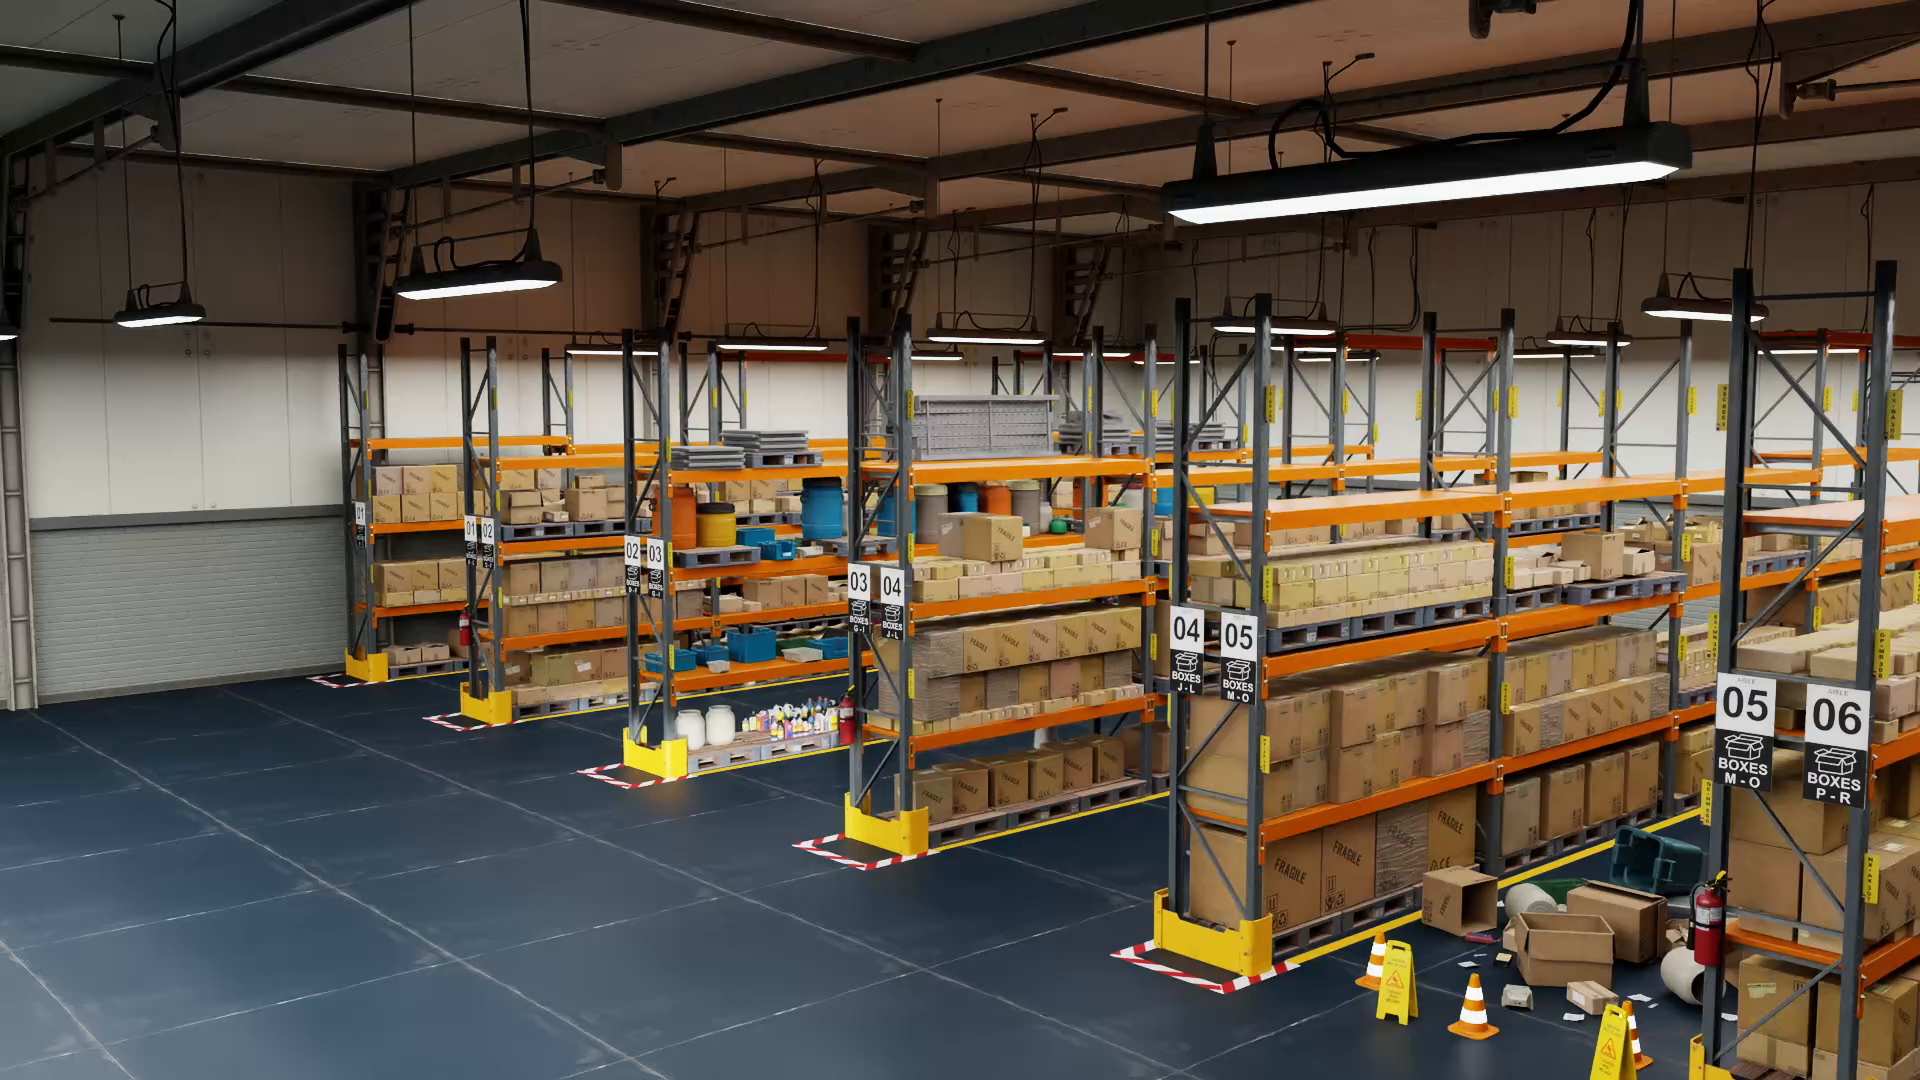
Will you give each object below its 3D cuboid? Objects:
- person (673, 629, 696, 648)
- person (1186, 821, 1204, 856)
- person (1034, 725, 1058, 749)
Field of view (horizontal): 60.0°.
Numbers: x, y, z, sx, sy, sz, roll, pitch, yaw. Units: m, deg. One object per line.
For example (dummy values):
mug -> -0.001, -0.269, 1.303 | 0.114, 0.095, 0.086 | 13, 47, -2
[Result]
person -> -5.250, 1.560, 31.333 | 0.659, 1.670, 0.537 | -2, 5, -17
person -> 2.770, 2.711, 18.556 | 0.410, 1.584, 0.613 | 2, 5, 19
person -> 1.170, 2.236, 22.818 | 0.507, 1.780, 0.582 | 2, 6, 24
